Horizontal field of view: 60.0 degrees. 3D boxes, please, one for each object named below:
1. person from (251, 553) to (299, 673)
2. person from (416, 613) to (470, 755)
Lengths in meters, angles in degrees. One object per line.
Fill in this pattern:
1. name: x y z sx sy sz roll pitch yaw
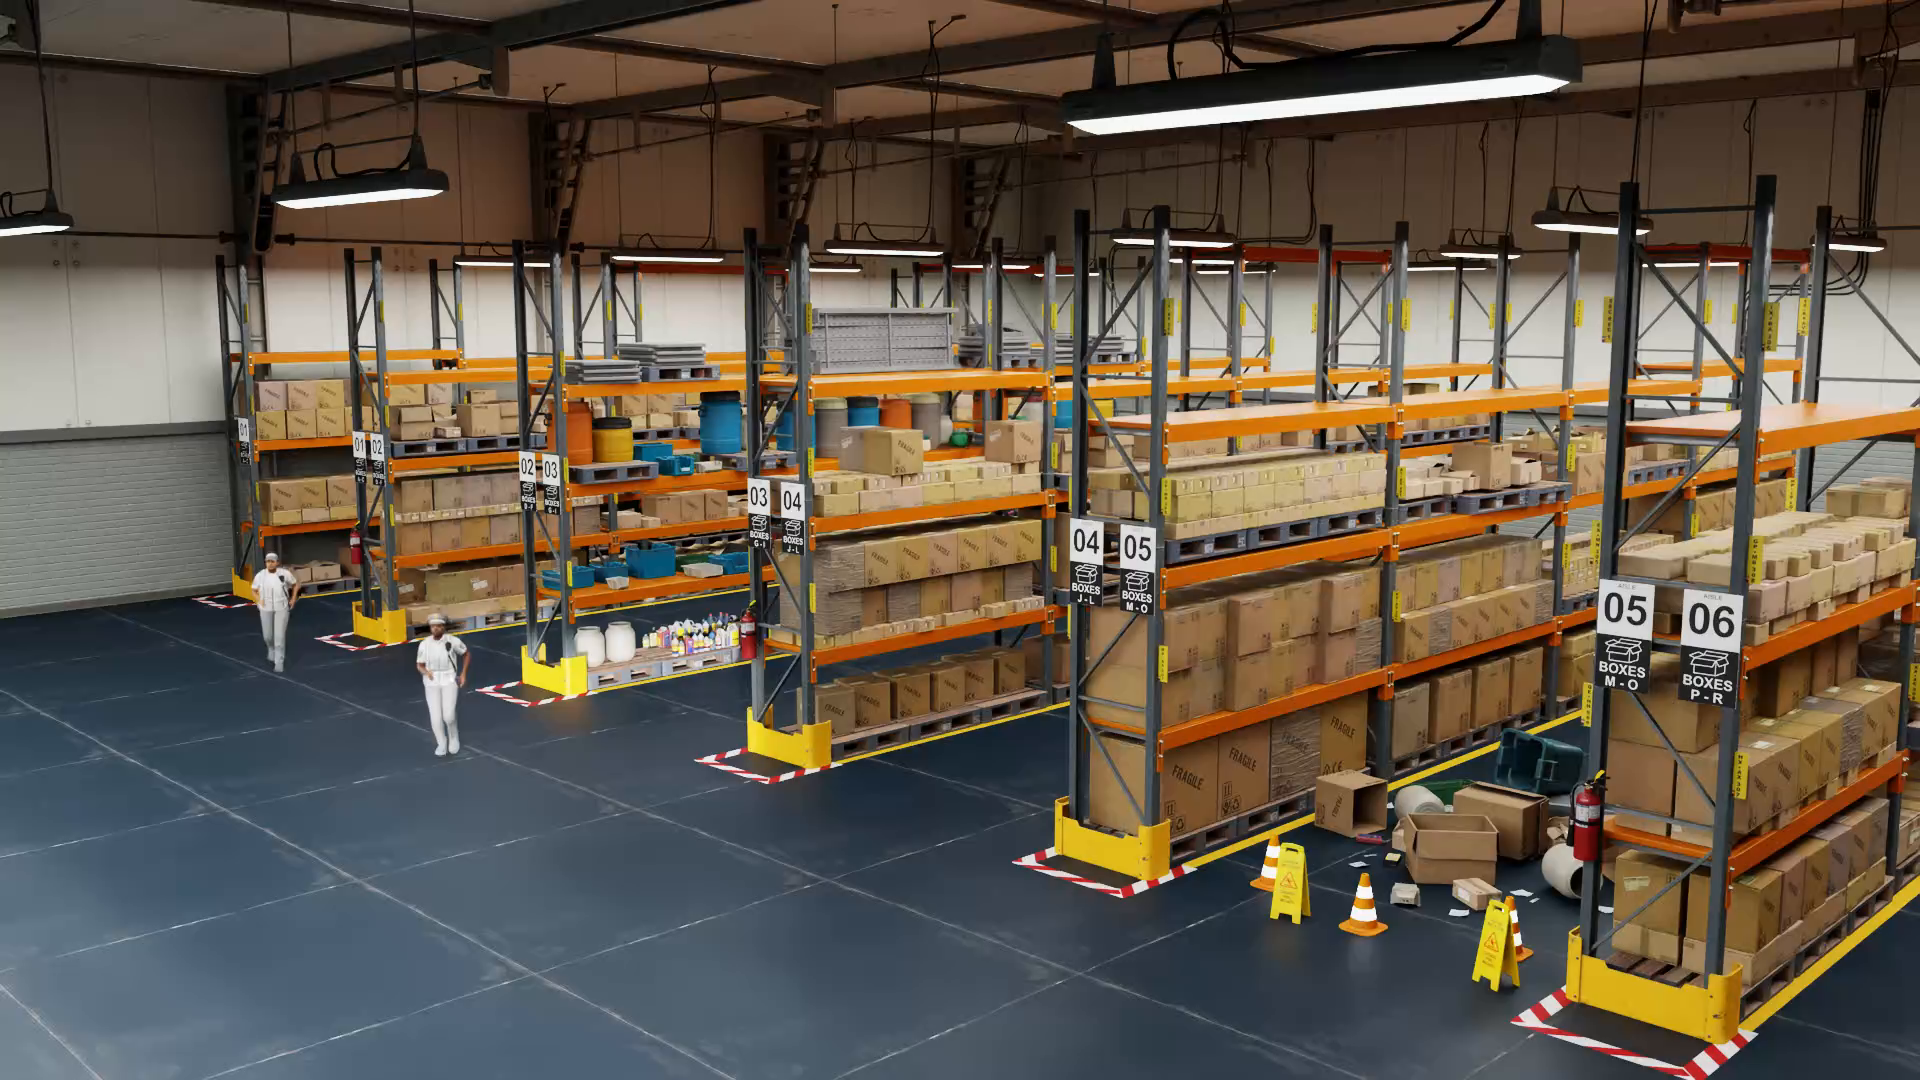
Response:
1. person: -9.767 1.003 23.737 0.631 1.676 0.777 -2 8 -14
2. person: -5.901 1.657 18.962 0.557 1.673 0.653 -1 8 -7
